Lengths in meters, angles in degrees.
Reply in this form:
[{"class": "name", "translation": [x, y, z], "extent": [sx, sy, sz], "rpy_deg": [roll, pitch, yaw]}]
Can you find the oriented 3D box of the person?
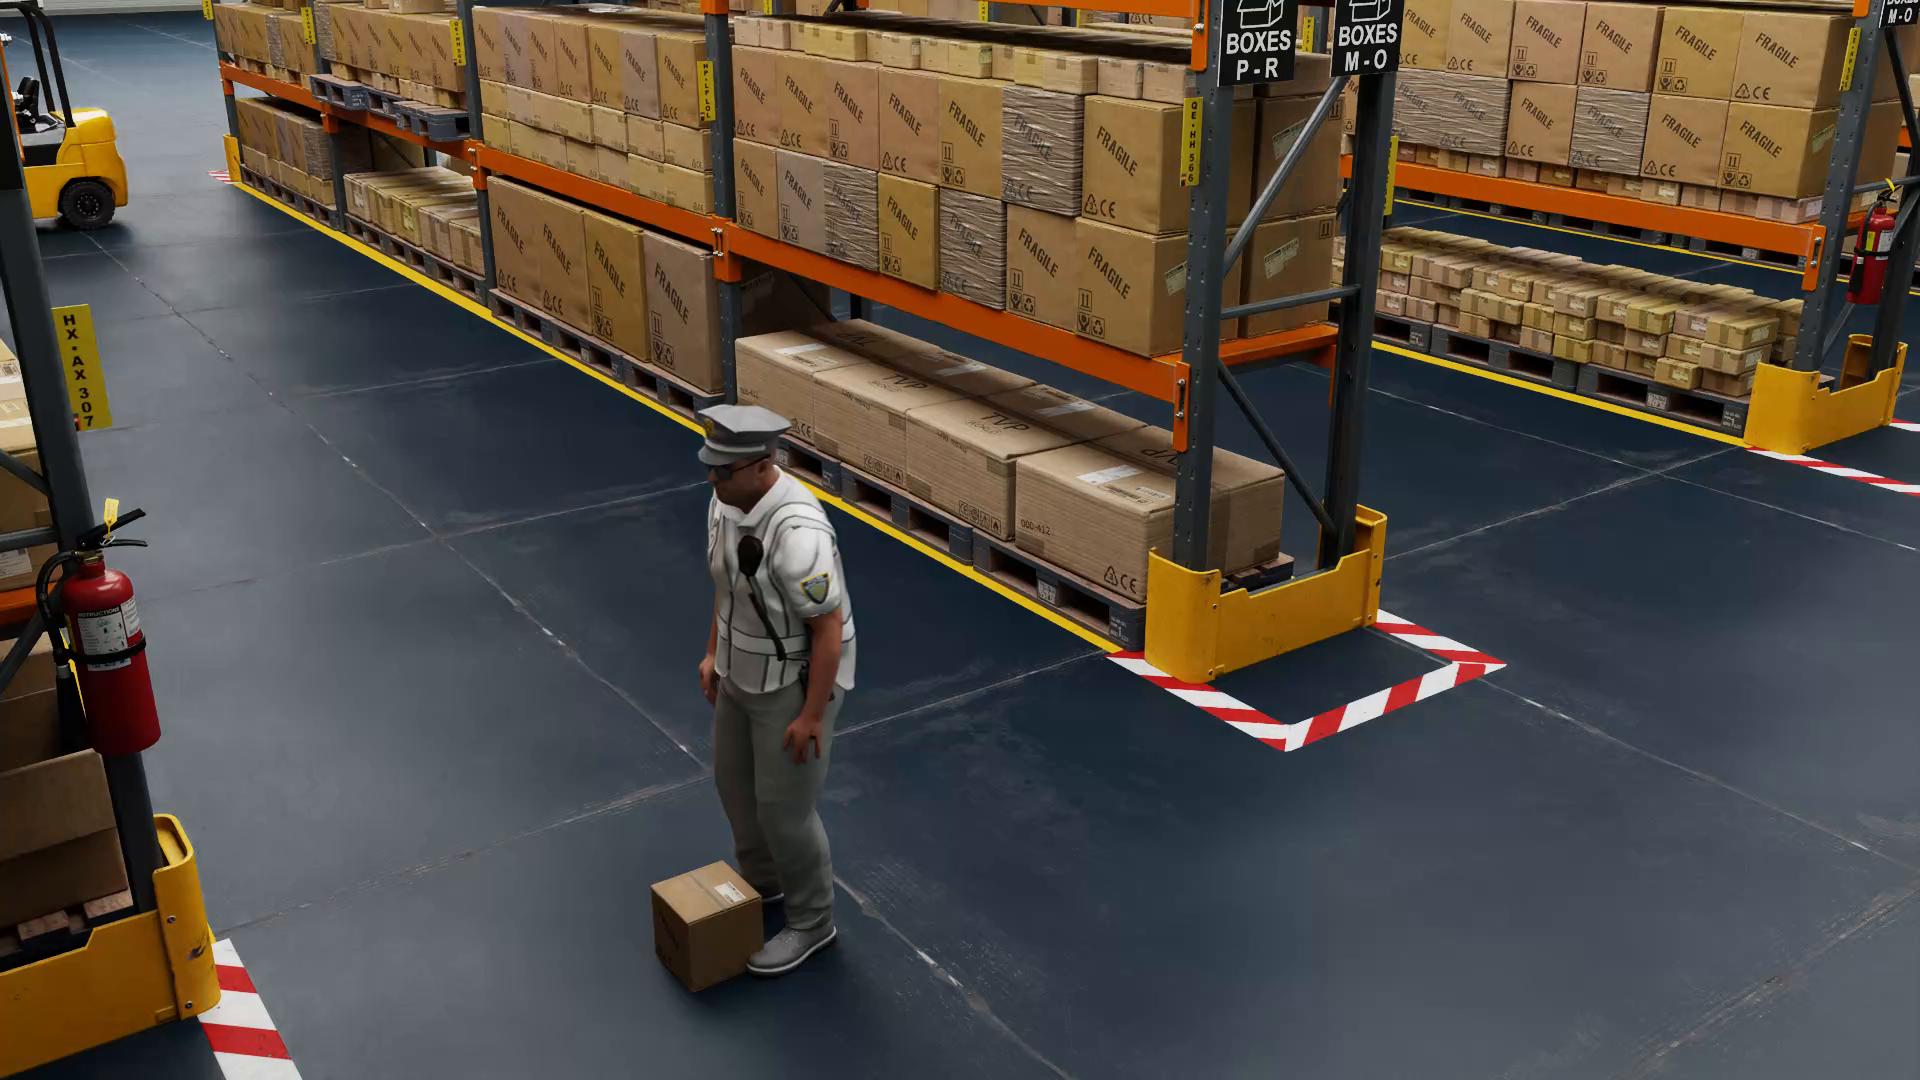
[{"class": "person", "translation": [-0.555, 0.425, 4.977], "extent": [0.438, 1.749, 0.599], "rpy_deg": [-16, 26, -35]}]
